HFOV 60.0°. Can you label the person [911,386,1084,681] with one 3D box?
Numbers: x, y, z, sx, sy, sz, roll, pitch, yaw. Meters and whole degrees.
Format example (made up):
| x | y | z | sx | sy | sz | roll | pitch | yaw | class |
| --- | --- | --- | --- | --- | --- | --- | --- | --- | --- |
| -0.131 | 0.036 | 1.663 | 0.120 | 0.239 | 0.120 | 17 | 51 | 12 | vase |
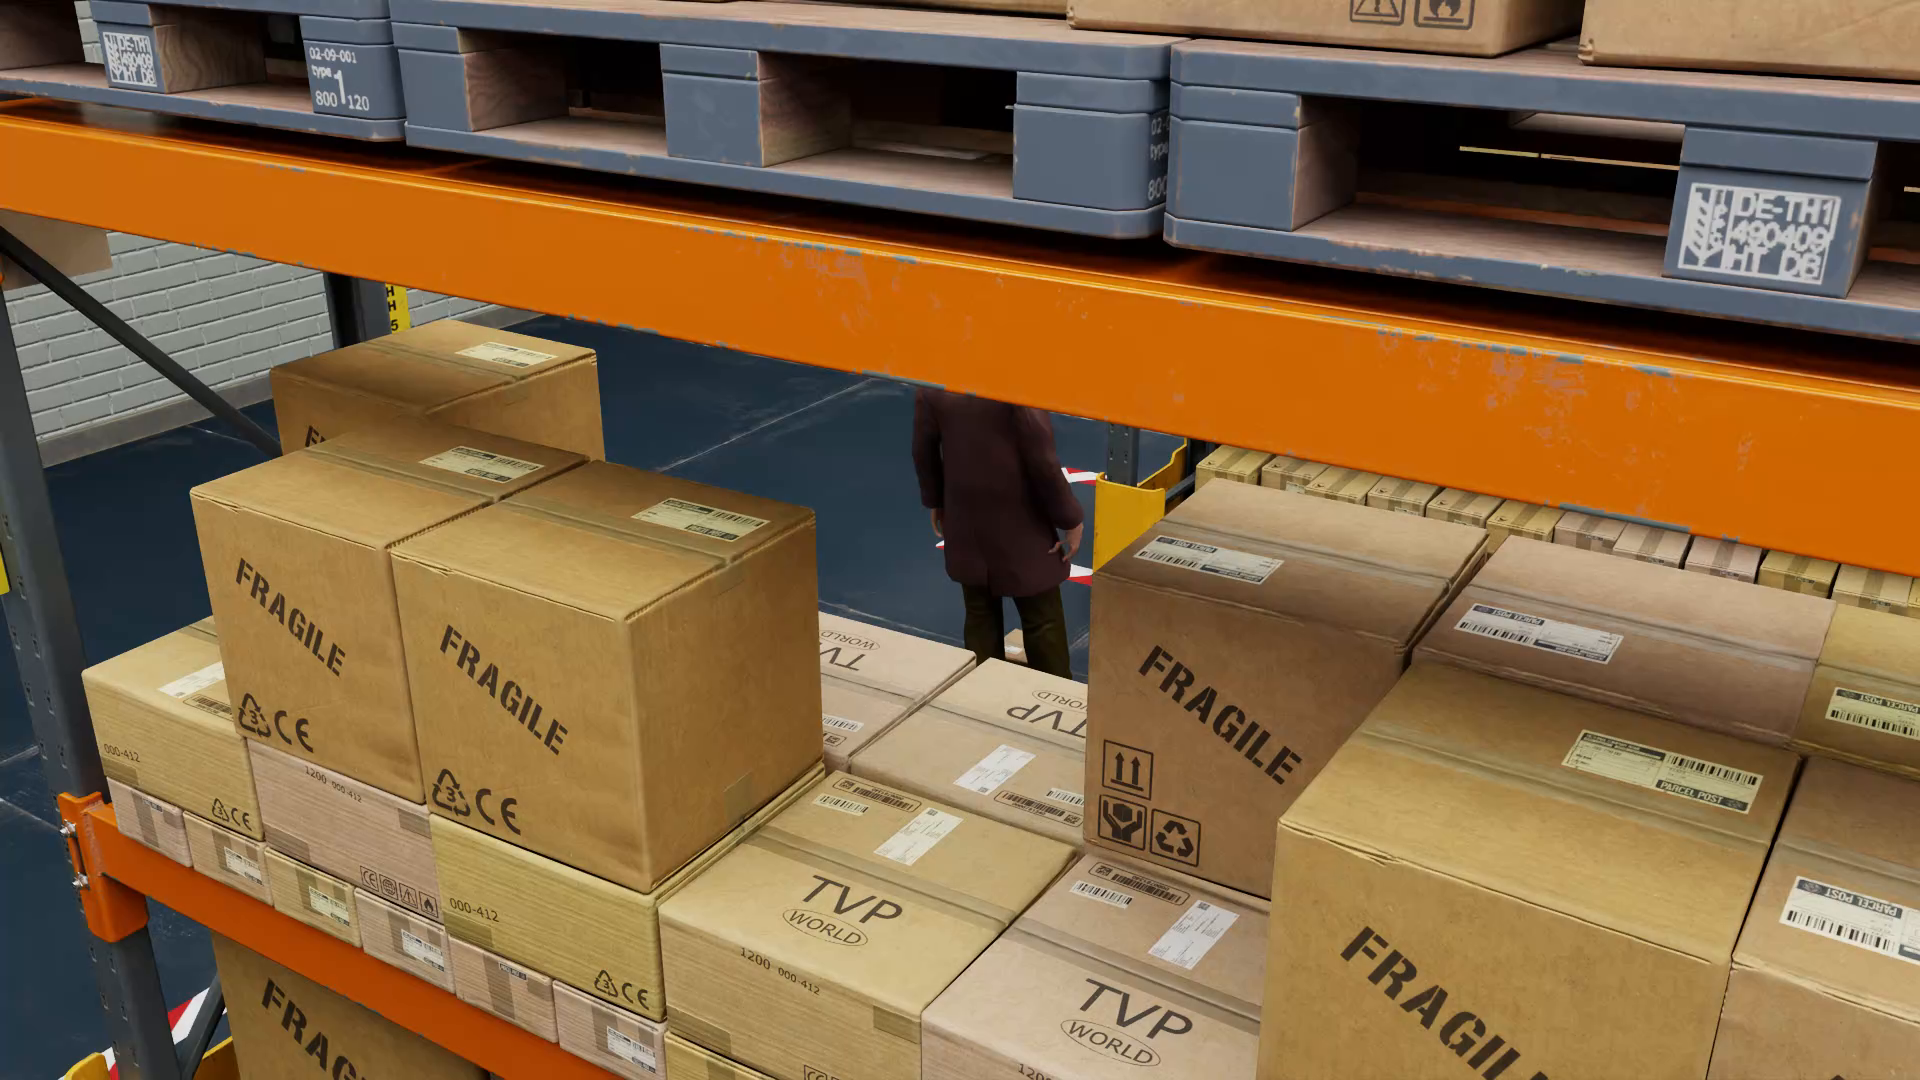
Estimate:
| x | y | z | sx | sy | sz | roll | pitch | yaw | class |
| --- | --- | --- | --- | --- | --- | --- | --- | --- | --- |
| 0.190 | -0.097 | 6.320 | 0.698 | 1.778 | 0.580 | 14 | 26 | 29 | person |
